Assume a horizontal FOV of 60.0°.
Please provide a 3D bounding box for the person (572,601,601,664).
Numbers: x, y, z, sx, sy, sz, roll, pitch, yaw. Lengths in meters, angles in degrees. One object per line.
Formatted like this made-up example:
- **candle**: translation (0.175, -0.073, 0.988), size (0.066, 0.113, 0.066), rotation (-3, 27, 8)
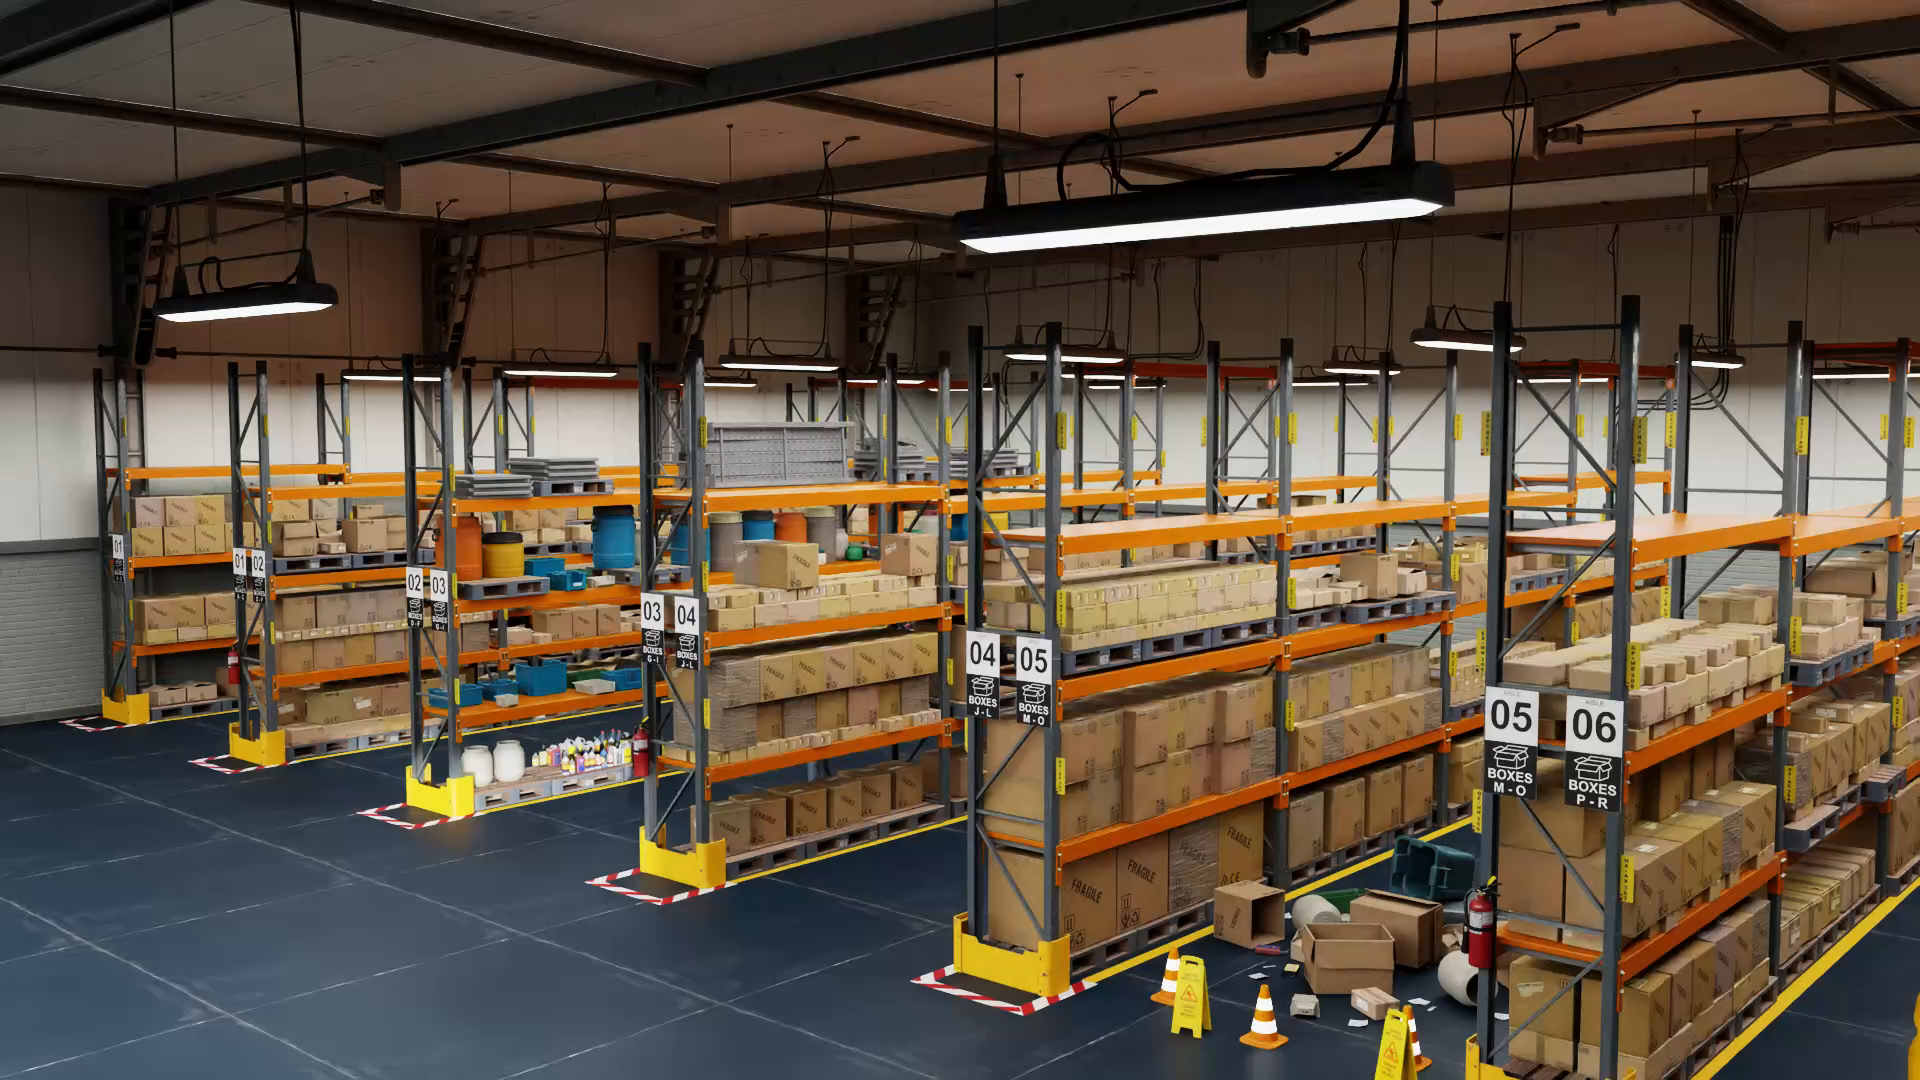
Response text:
- **person**: translation (-7.149, 1.953, 31.765), size (0.666, 1.780, 0.585), rotation (-2, 5, -26)

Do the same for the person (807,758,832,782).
- **person**: translation (-1.924, 2.635, 22.349), size (0.401, 1.766, 0.619), rotation (2, 5, 27)
